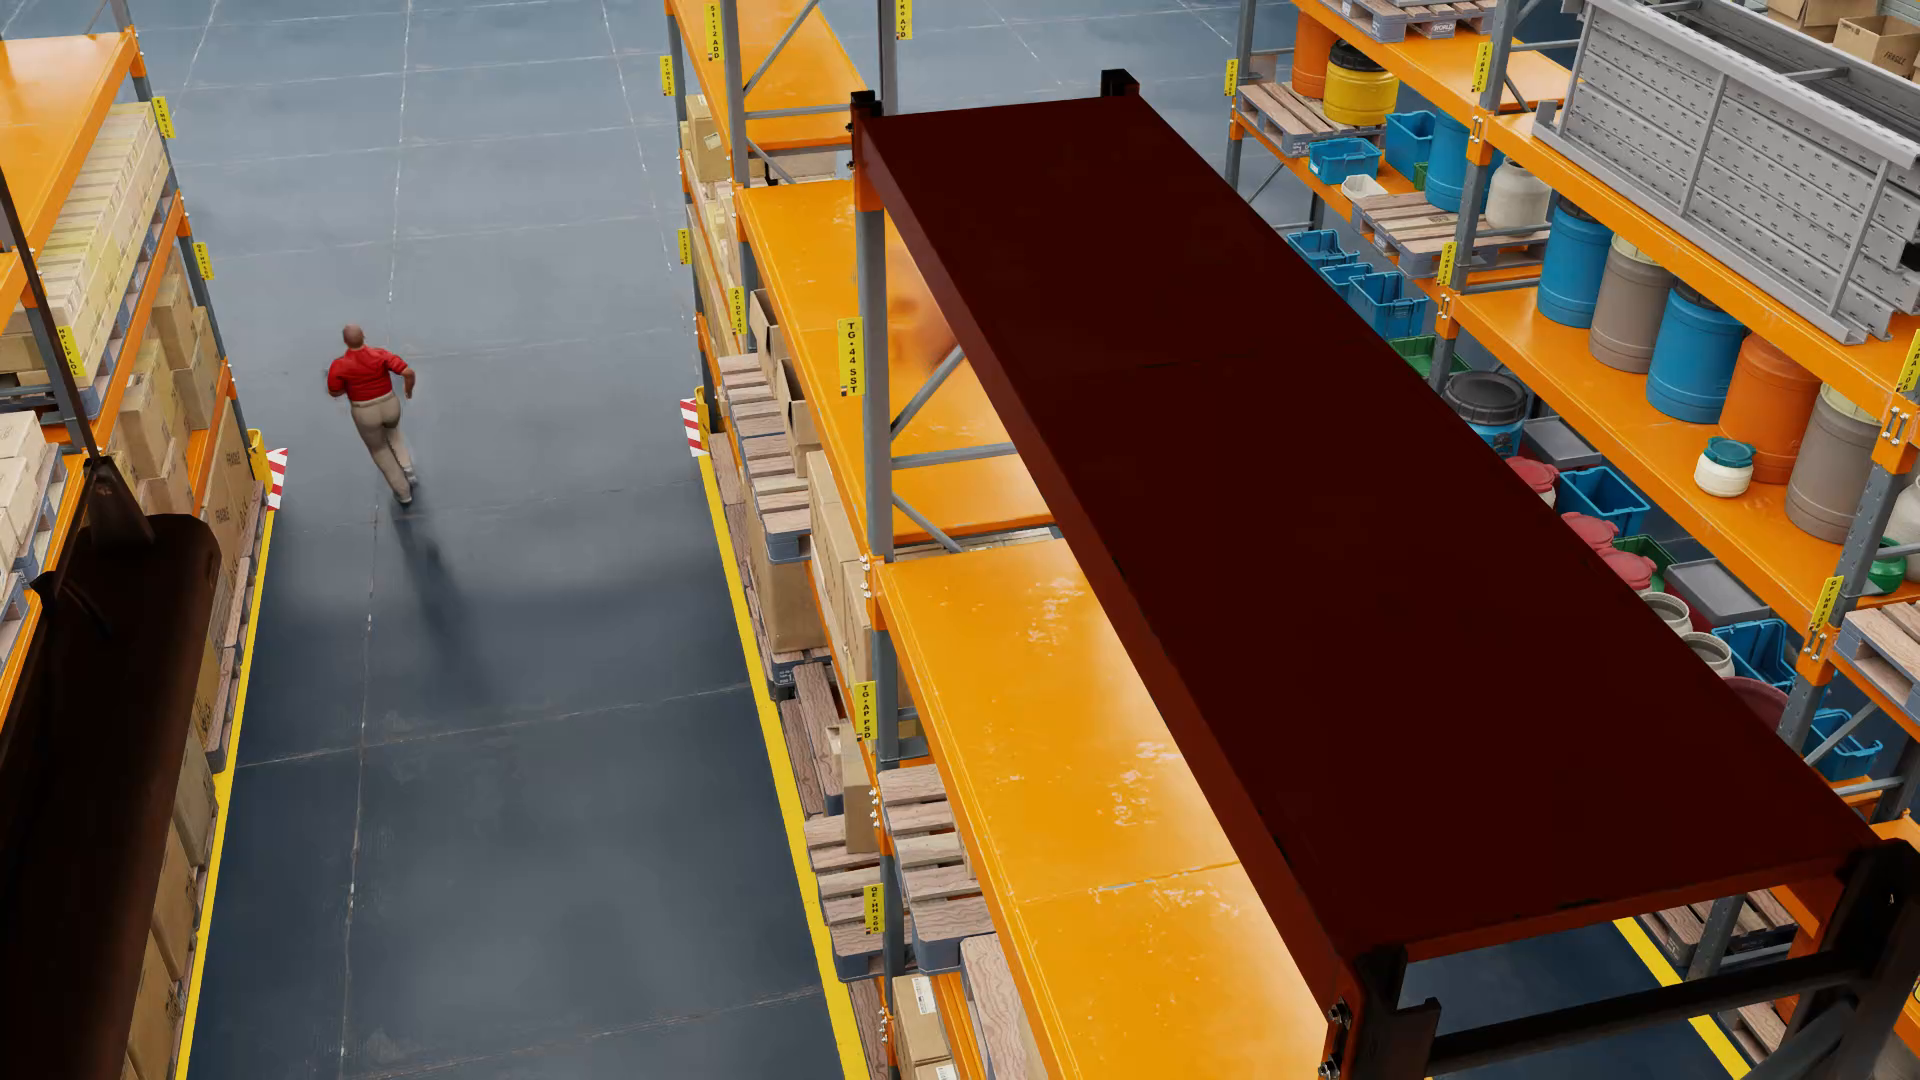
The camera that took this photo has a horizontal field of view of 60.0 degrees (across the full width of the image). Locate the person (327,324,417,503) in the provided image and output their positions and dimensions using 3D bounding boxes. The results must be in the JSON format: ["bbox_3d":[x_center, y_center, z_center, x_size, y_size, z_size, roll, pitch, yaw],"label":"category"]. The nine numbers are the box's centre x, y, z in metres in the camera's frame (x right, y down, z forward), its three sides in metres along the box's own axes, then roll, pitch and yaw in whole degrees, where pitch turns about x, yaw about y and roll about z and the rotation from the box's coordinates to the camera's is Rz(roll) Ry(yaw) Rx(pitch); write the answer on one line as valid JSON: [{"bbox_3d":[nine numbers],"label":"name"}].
[{"bbox_3d":[-5.005,-1.095,14.212,0.654,1.719,0.641,-25,42,-32],"label":"person"}]

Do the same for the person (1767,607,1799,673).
[{"bbox_3d":[5.947,0.497,11.960,0.558,1.602,0.592,-13,36,-18],"label":"person"}]
